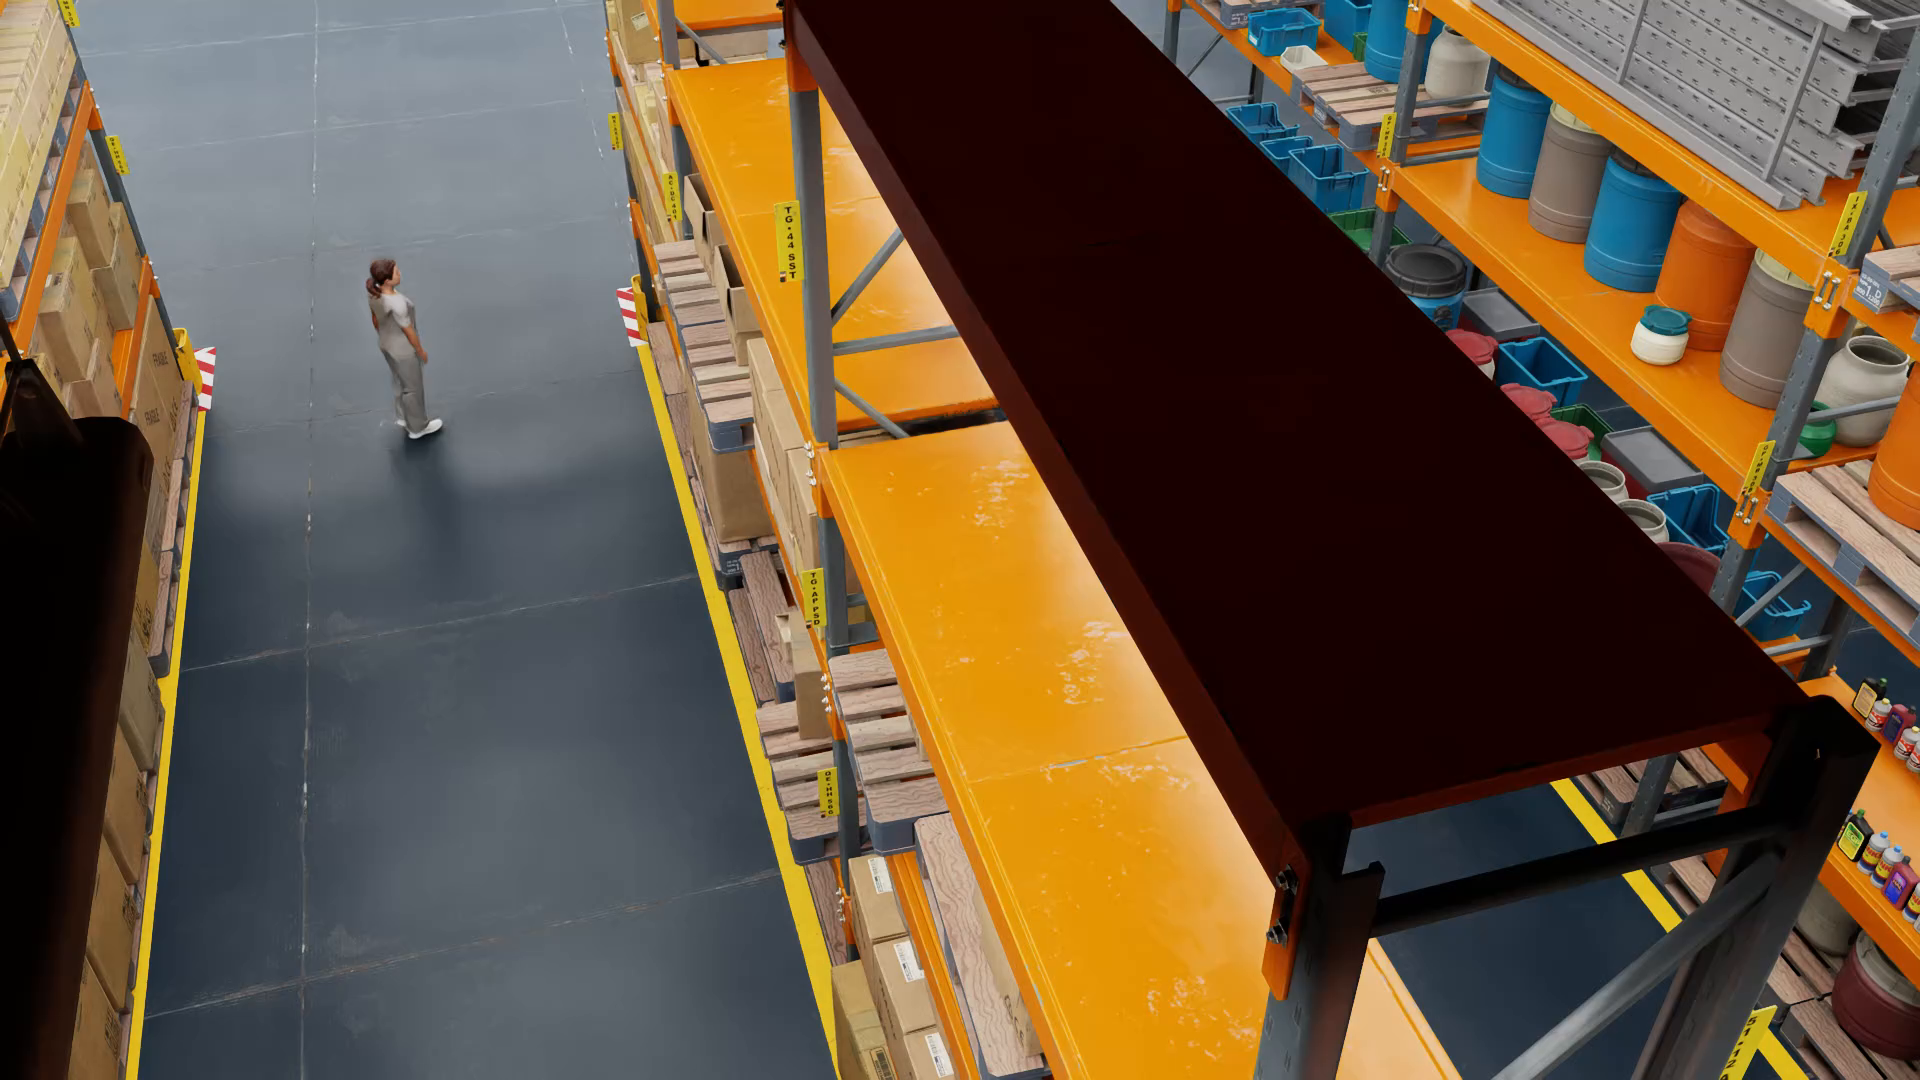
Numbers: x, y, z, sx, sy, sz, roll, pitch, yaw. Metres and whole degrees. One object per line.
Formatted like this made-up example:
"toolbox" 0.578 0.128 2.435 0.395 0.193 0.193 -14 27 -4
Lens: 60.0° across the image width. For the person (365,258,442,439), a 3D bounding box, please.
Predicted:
"person" -4.517 -1.542 13.443 0.533 1.713 0.392 30 47 32
